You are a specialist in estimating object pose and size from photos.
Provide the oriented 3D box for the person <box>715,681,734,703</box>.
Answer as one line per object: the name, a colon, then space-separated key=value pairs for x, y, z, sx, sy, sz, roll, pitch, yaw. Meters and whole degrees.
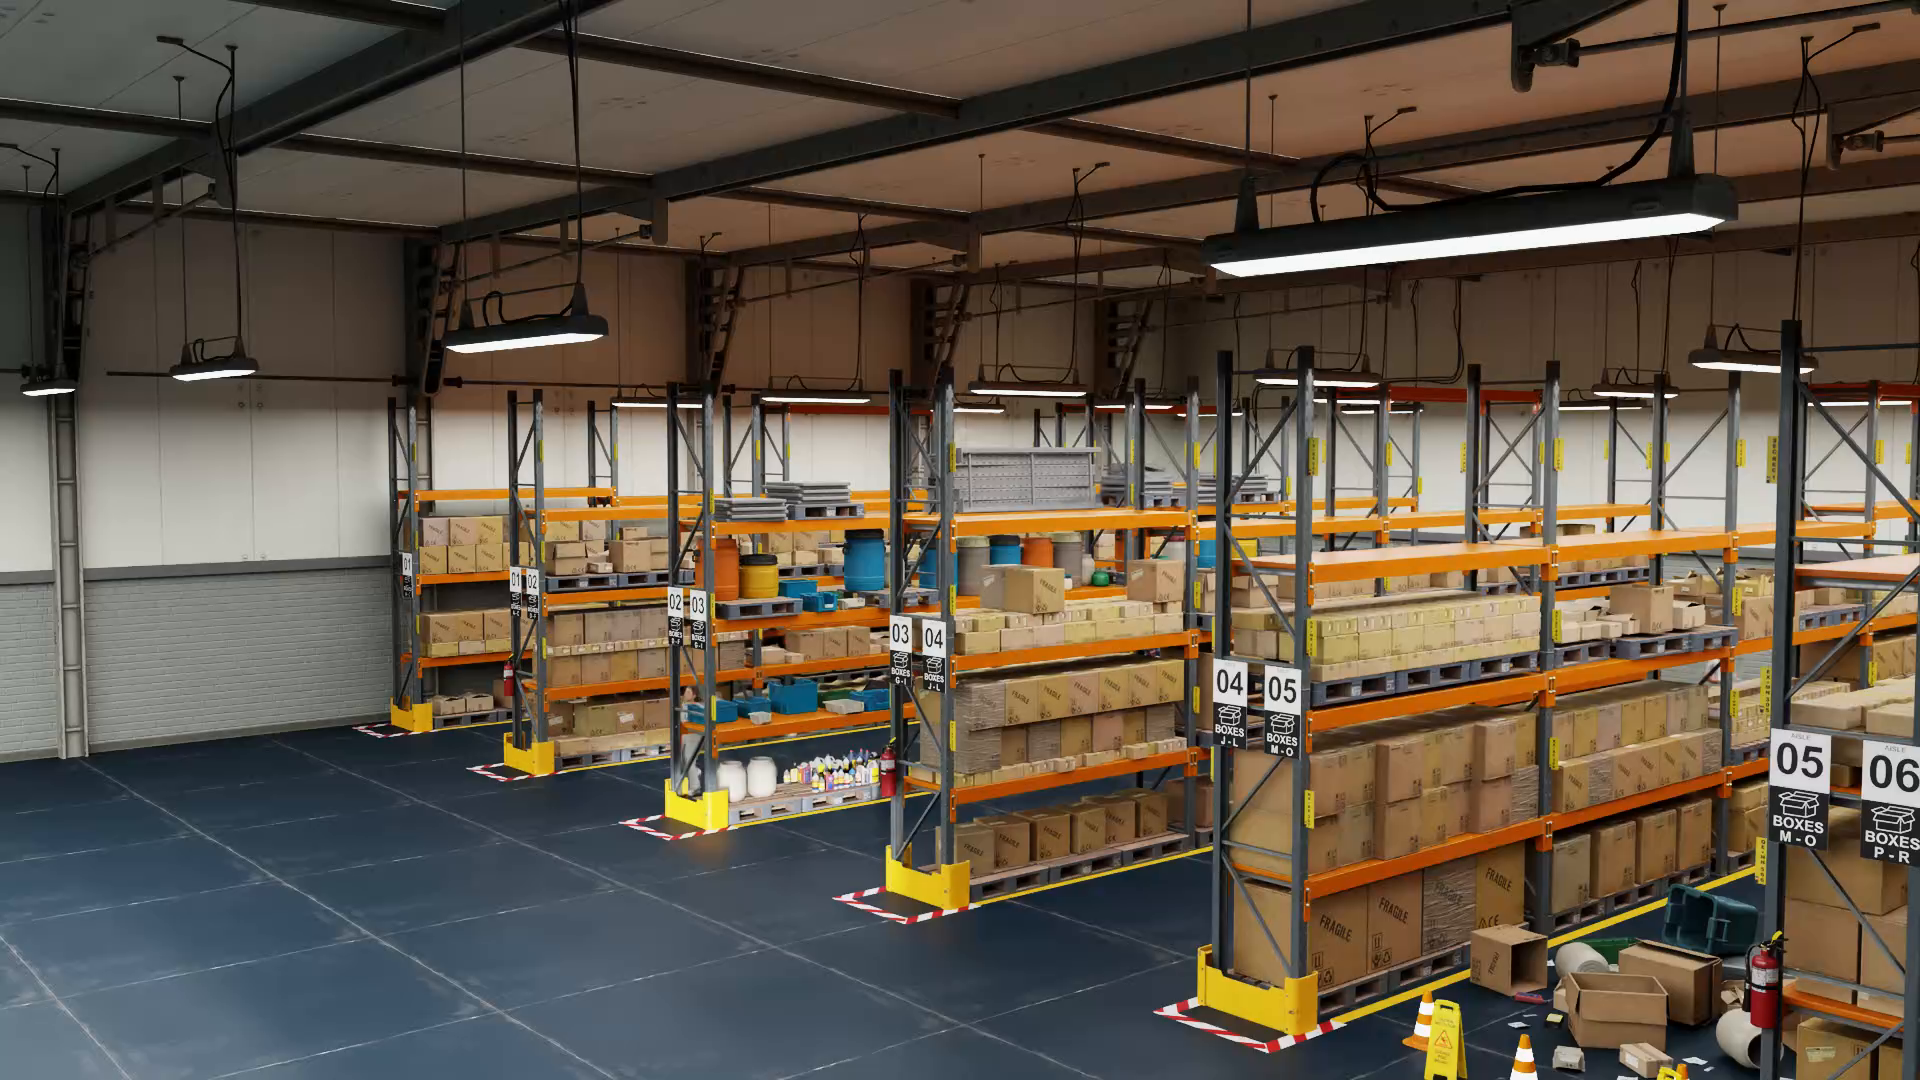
person: x=-4.371 y=2.604 z=30.414 sx=0.767 sy=1.564 sz=0.547 roll=-3 pitch=5 yaw=-43

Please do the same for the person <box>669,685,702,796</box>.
person: x=-3.984 y=2.930 z=24.245 sx=0.569 sy=1.622 sz=0.555 roll=2 pitch=4 yaw=32

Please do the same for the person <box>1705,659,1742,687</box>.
person: x=13.125 y=2.635 z=28.581 sx=0.687 sy=1.759 sz=0.913 roll=0 pitch=3 yaw=-8
